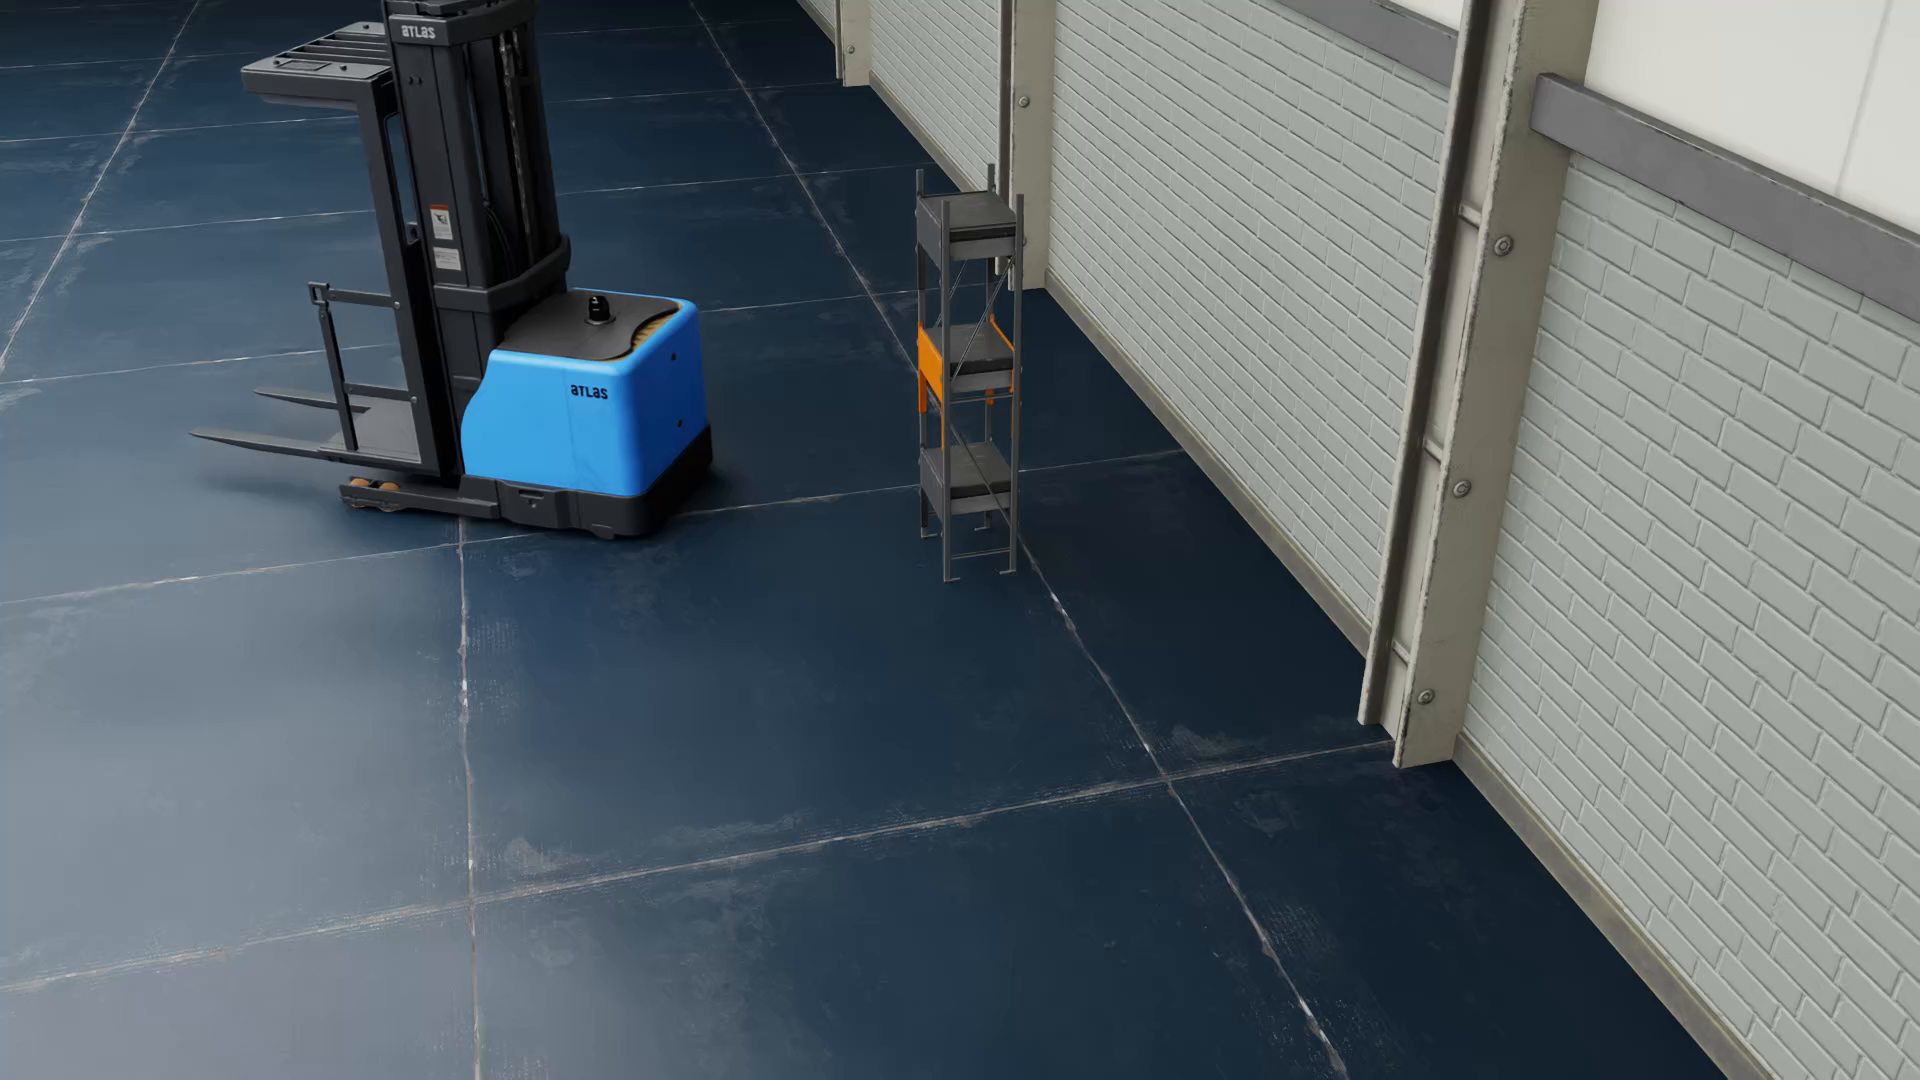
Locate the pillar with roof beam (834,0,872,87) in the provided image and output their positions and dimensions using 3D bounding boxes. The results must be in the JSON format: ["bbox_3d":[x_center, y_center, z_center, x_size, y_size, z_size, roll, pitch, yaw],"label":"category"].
[{"bbox_3d":[-5.272,-8.206,14.444,9.100,9.000,0.400,-8,31,-13],"label":"pillar with roof beam"}]

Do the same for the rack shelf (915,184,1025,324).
[{"bbox_3d":[0.044,-1.423,8.242,0.431,0.518,0.480,-8,31,-13],"label":"rack shelf"}]

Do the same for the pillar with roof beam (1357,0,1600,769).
[{"bbox_3d":[-2.087,-2.410,4.430,9.100,9.000,0.400,-8,31,-13],"label":"pillar with roof beam"}]

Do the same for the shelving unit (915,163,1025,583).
[{"bbox_3d":[0.044,-0.829,8.586,0.431,2.100,0.503,-8,31,-13],"label":"shelving unit"}]

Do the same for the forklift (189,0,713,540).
[{"bbox_3d":[-3.051,-1.672,9.213,3.031,2.935,1.130,8,31,13],"label":"forklift"}]

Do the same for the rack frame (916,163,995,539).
[{"bbox_3d":[-0.021,-0.947,8.789,0.400,2.100,0.015,-8,31,-13],"label":"rack frame"}]

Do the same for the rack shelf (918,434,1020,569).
[{"bbox_3d":[0.044,-0.211,8.943,0.431,0.518,0.480,-8,31,-13],"label":"rack shelf"}]

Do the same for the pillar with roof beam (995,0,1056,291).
[{"bbox_3d":[-3.680,-5.308,9.437,9.100,9.000,0.400,-8,31,-13],"label":"pillar with roof beam"}]

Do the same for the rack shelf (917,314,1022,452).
[{"bbox_3d":[0.044,-0.817,8.593,0.431,0.518,0.480,-8,31,-13],"label":"rack shelf"}]

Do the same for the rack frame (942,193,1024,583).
[{"bbox_3d":[0.109,-0.711,8.382,0.400,2.100,0.015,-8,31,-13],"label":"rack frame"}]
